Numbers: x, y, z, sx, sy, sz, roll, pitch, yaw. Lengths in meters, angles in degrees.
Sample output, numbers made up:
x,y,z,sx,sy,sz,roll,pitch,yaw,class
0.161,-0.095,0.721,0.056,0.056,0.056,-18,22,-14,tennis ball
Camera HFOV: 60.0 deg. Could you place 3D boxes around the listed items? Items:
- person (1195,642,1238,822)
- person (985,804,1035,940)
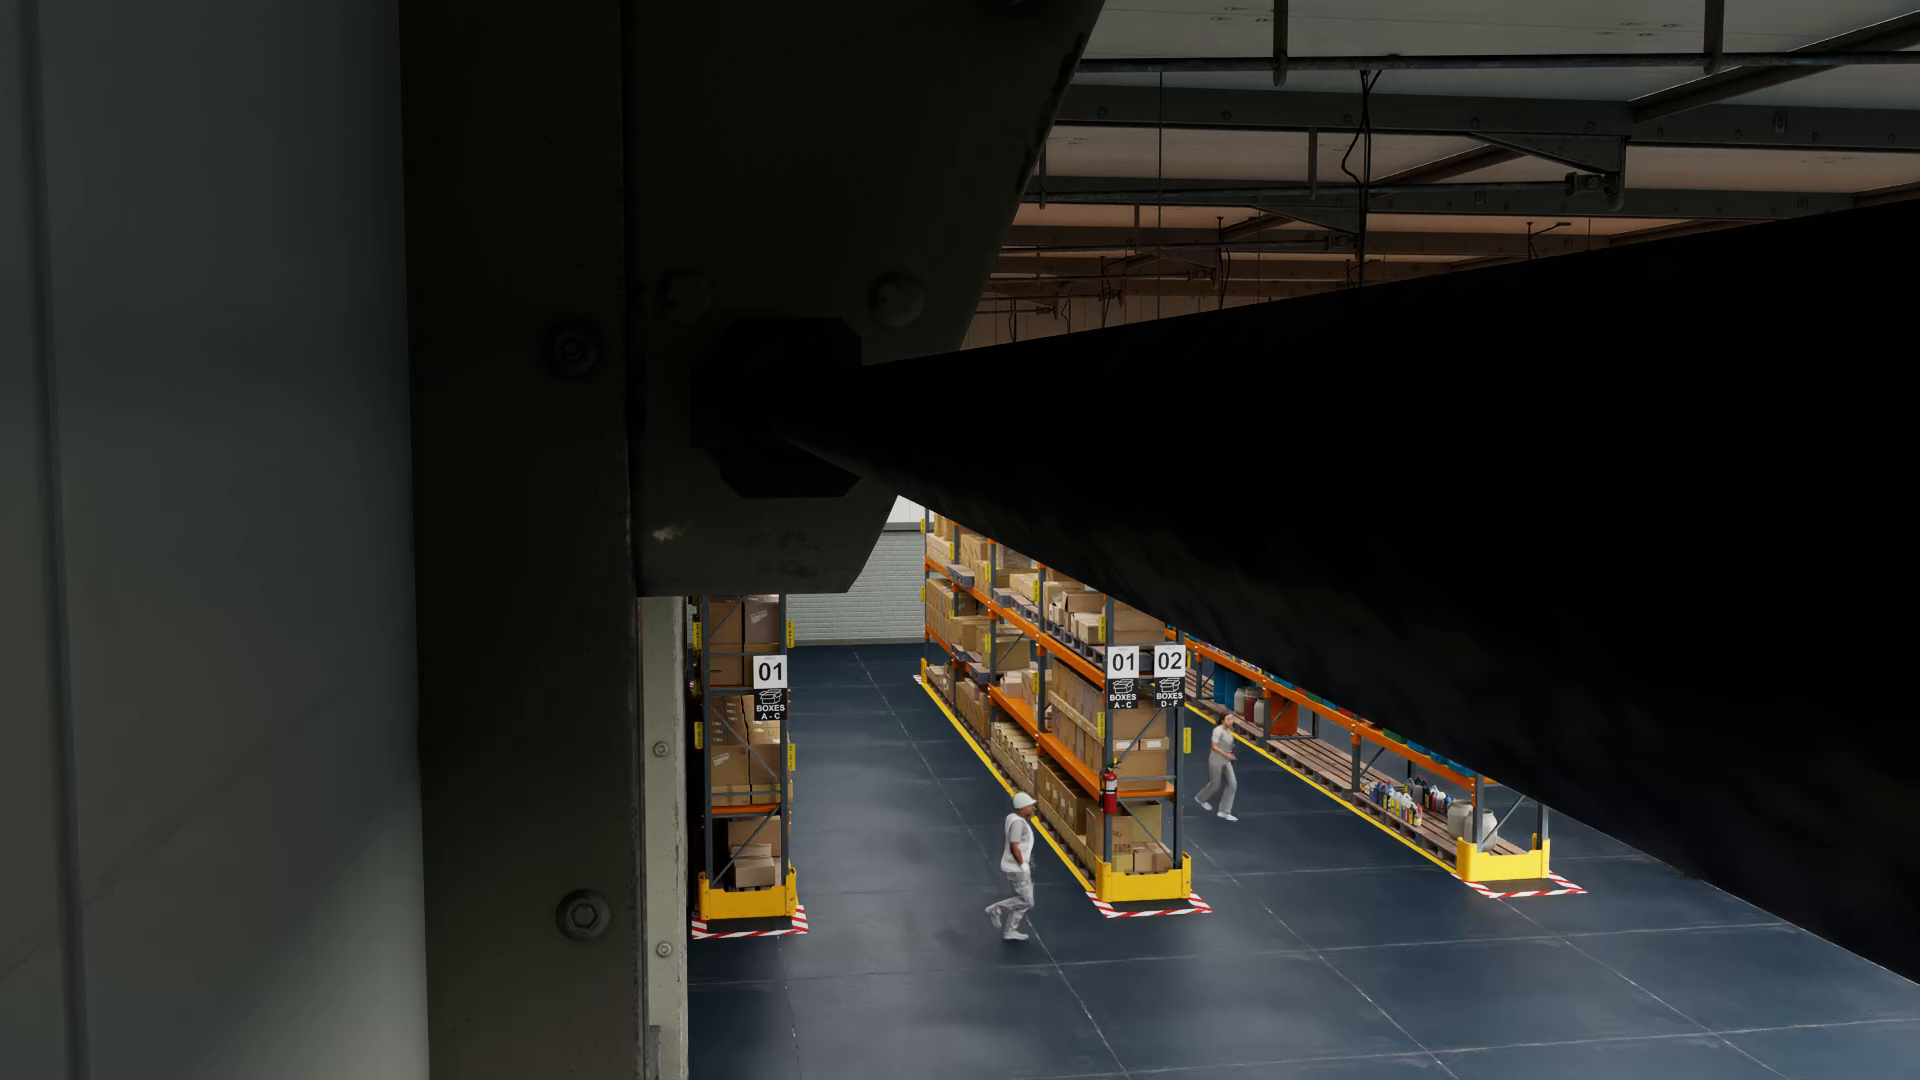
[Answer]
x,y,z,sx,sy,sz,roll,pitch,yaw,class
4.393,2.982,28.773,6.857,1.650,5.748,-5,7,-43,person
13.052,2.353,25.053,24.536,3.559,14.318,0,5,4,person
